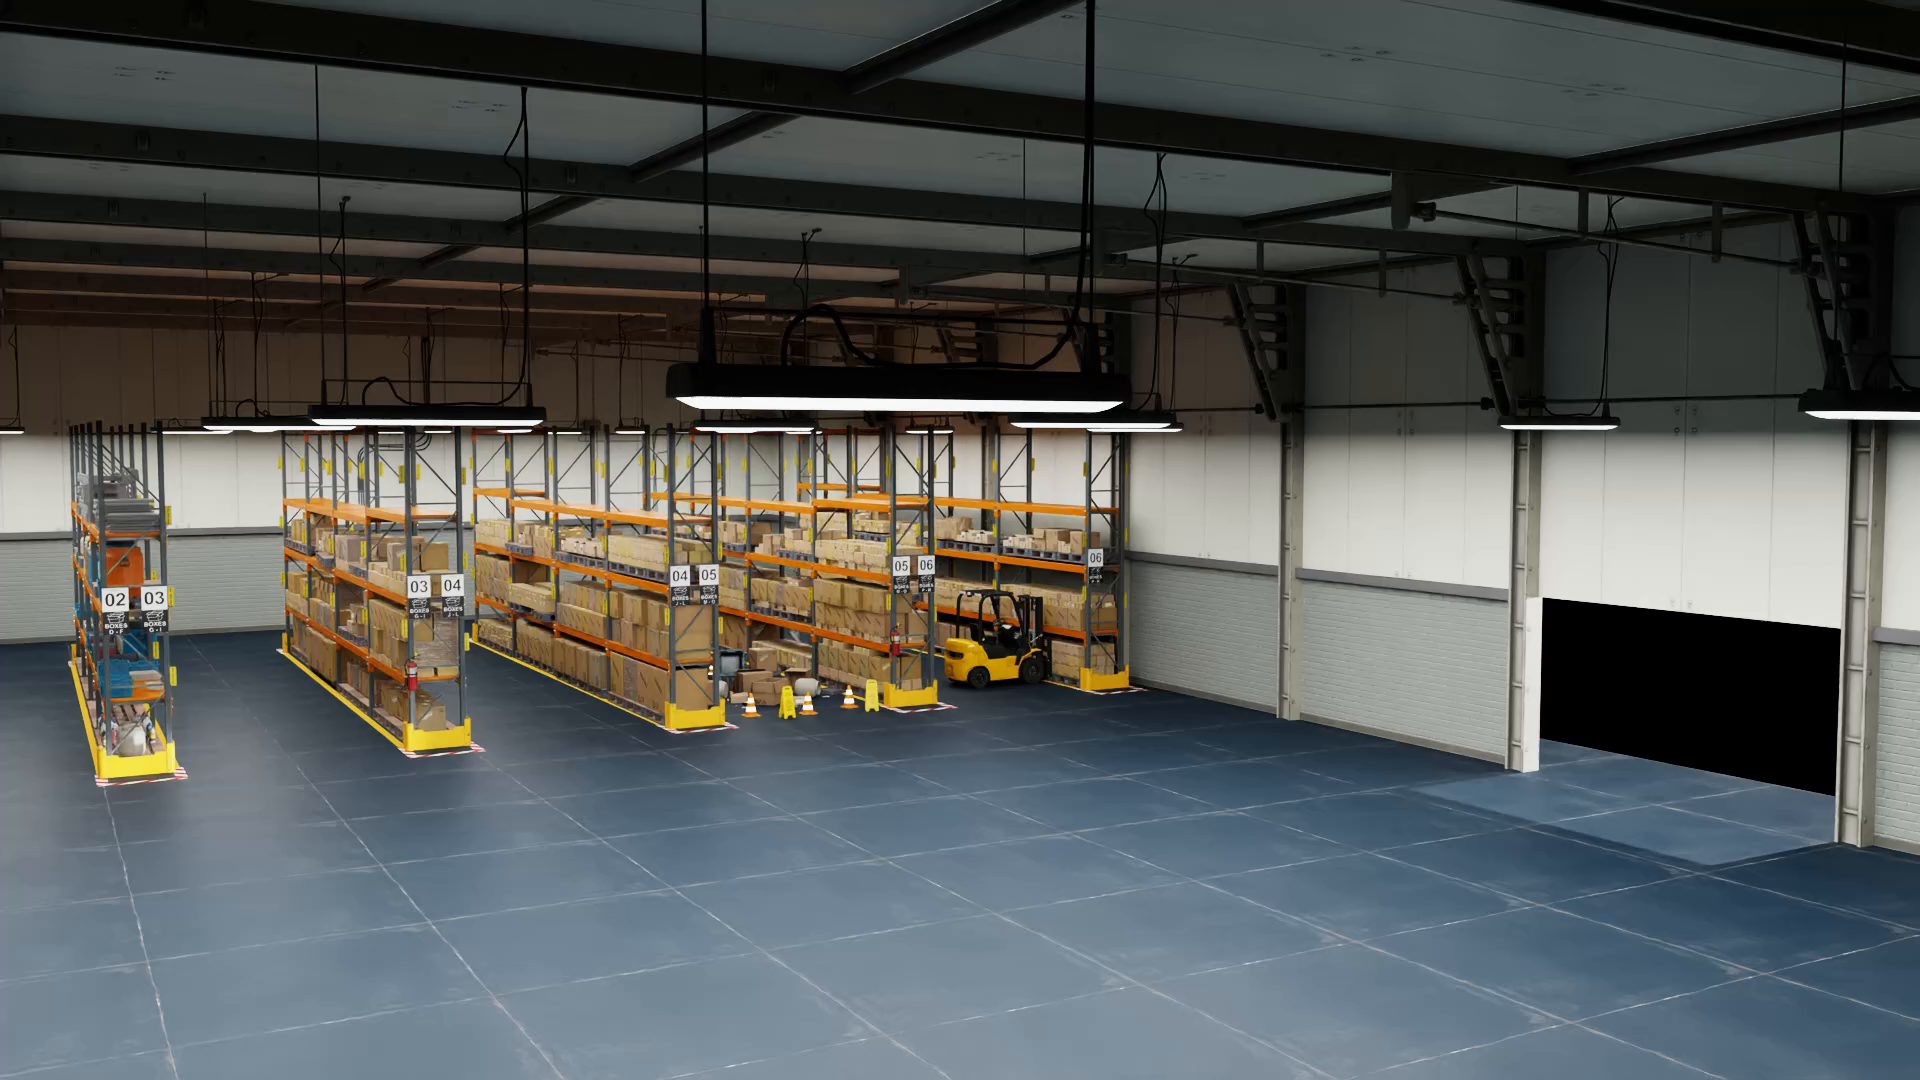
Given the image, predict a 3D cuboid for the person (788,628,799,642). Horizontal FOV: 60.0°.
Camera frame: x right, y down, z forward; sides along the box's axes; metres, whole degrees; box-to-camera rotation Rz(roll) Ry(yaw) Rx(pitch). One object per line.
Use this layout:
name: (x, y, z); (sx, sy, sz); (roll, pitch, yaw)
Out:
person: (-4.387, 2.174, 44.818); (0.523, 1.570, 0.622); (-2, 4, -25)

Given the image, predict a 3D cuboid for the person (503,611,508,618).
person: (-13.597, 1.786, 50.166); (0.474, 1.664, 0.796); (0, 4, 6)
